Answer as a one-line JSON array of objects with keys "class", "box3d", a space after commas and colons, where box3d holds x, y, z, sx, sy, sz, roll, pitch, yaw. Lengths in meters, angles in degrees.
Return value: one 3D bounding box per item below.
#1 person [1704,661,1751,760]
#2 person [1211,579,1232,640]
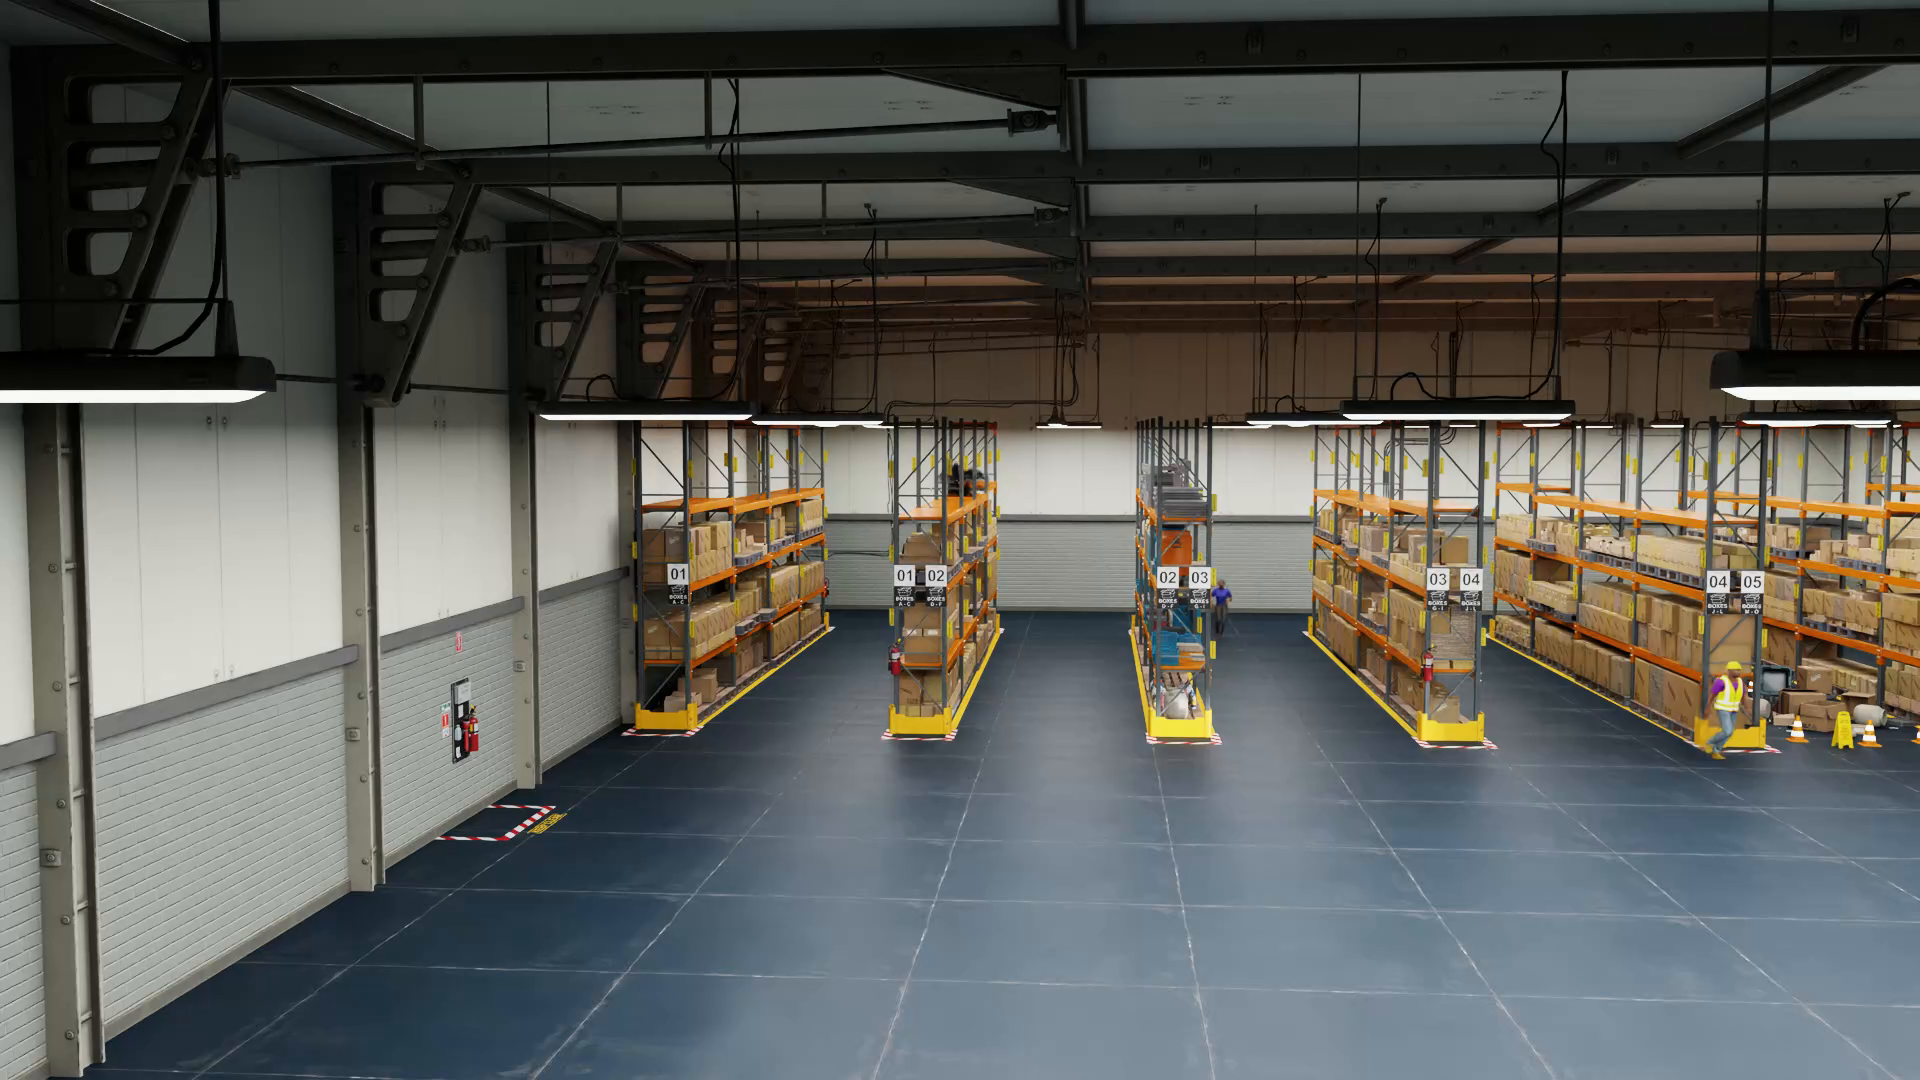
[{"class": "person", "box3d": [13.341, 2.969, 28.938, 0.691, 1.737, 0.574, -2, 4, -23]}, {"class": "person", "box3d": [7.210, 1.923, 45.750, 0.561, 1.689, 0.729, 0, 4, 1]}]
